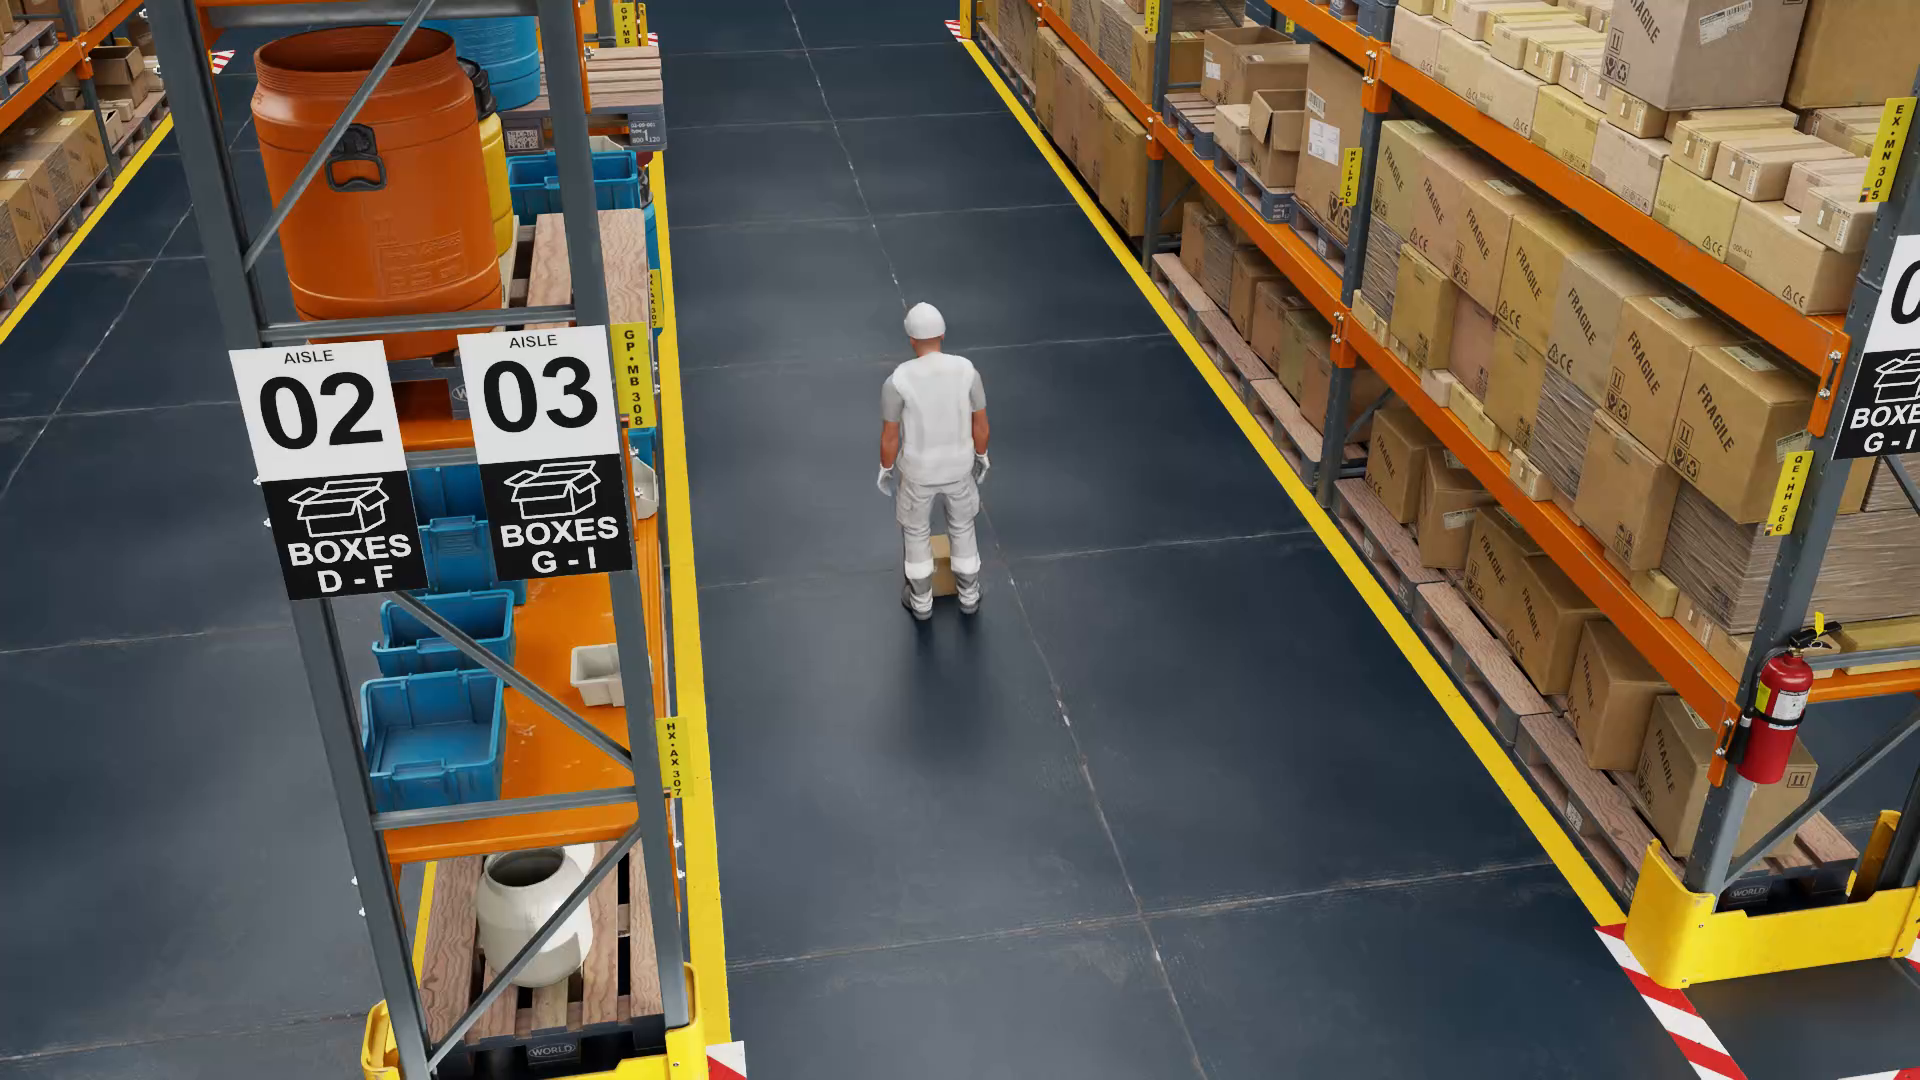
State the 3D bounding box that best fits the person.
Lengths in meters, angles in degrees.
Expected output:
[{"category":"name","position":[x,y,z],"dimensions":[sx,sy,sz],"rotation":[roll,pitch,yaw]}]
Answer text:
[{"category":"person","position":[-0.139,-0.395,8.798],"dimensions":[0.616,1.778,0.453],"rotation":[-7,31,-12]}]
